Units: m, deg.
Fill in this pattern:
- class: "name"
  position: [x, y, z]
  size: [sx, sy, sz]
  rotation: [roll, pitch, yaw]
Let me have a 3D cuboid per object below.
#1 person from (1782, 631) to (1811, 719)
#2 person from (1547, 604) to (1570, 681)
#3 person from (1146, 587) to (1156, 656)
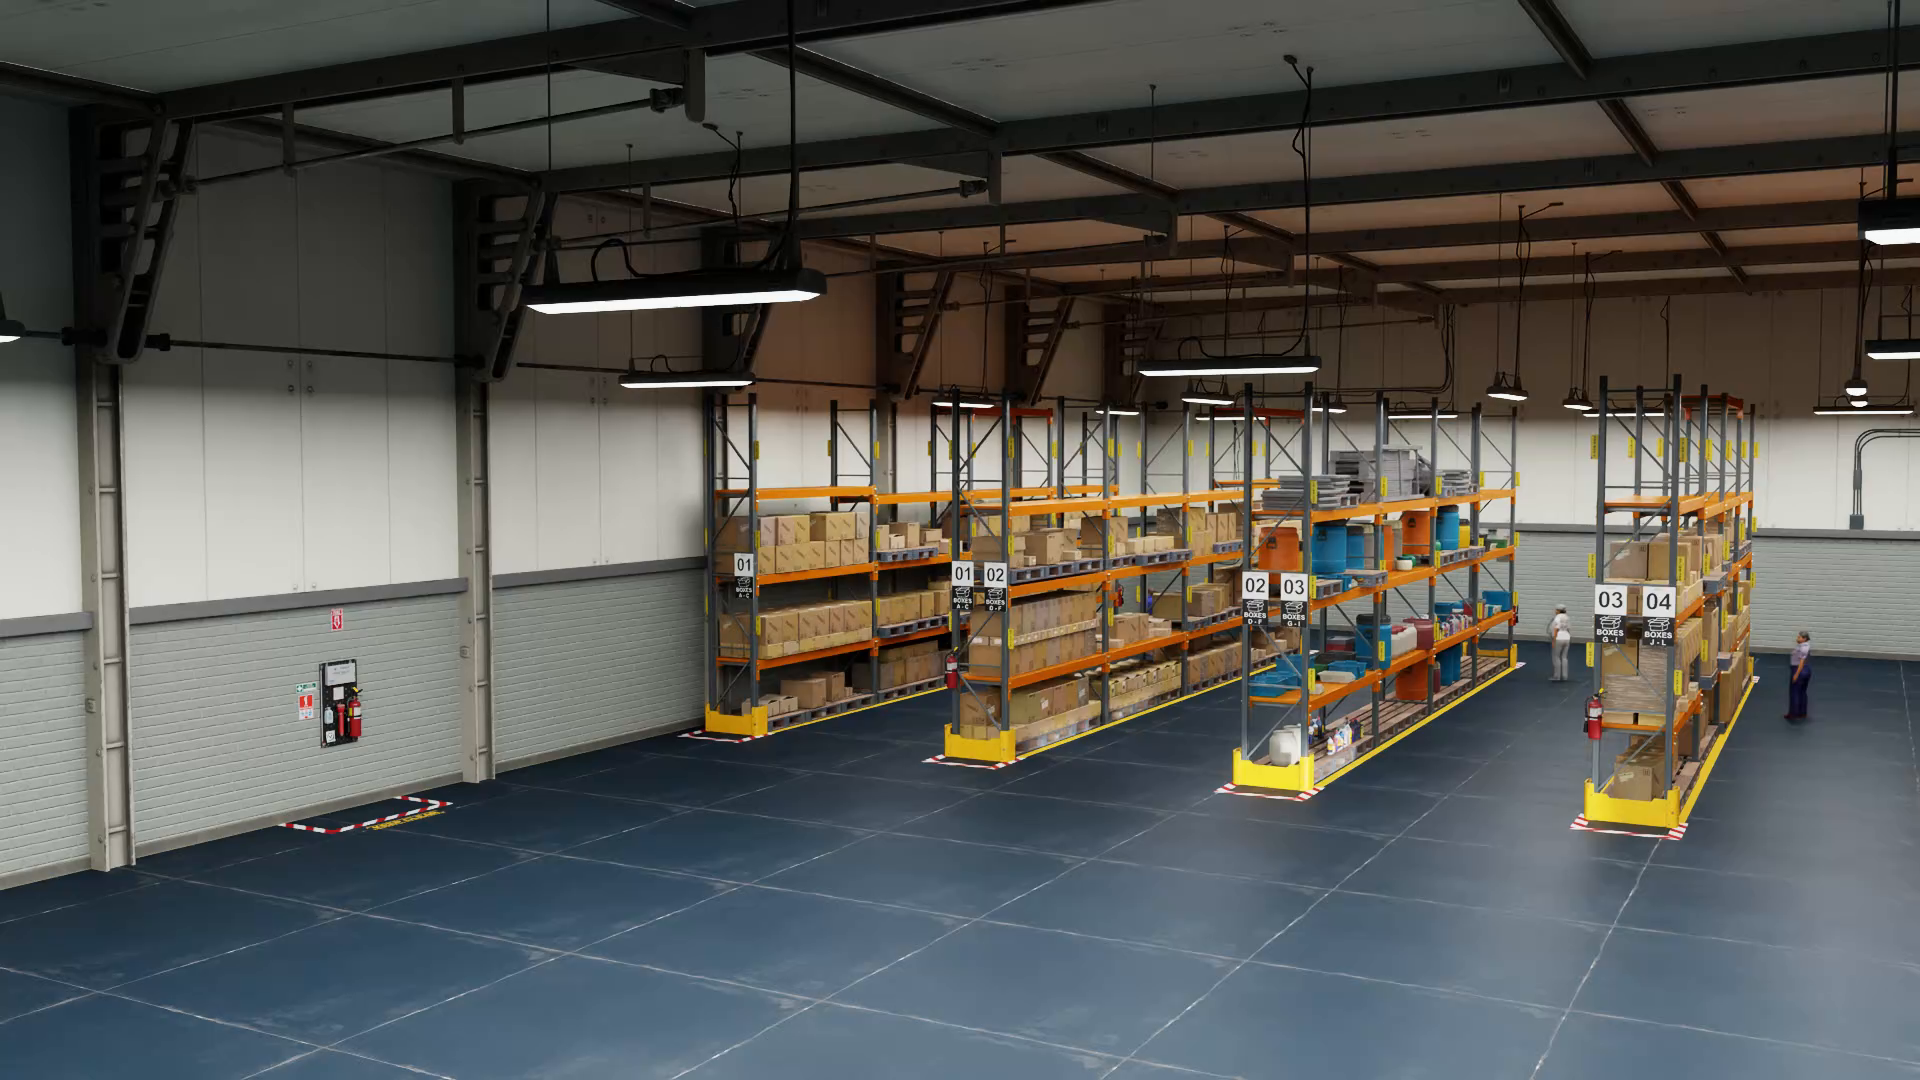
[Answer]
- class: "person"
  position: [15.582, 2.520, 30.951]
  size: [0.423, 1.638, 0.553]
  rotation: [3, 4, 40]
- class: "person"
  position: [13.001, 2.218, 36.074]
  size: [0.554, 1.664, 0.387]
  rotation: [-2, 4, -39]
- class: "person"
  position: [4.752, 1.982, 40.770]
  size: [0.488, 1.674, 0.533]
  rotation: [-2, 3, -28]
